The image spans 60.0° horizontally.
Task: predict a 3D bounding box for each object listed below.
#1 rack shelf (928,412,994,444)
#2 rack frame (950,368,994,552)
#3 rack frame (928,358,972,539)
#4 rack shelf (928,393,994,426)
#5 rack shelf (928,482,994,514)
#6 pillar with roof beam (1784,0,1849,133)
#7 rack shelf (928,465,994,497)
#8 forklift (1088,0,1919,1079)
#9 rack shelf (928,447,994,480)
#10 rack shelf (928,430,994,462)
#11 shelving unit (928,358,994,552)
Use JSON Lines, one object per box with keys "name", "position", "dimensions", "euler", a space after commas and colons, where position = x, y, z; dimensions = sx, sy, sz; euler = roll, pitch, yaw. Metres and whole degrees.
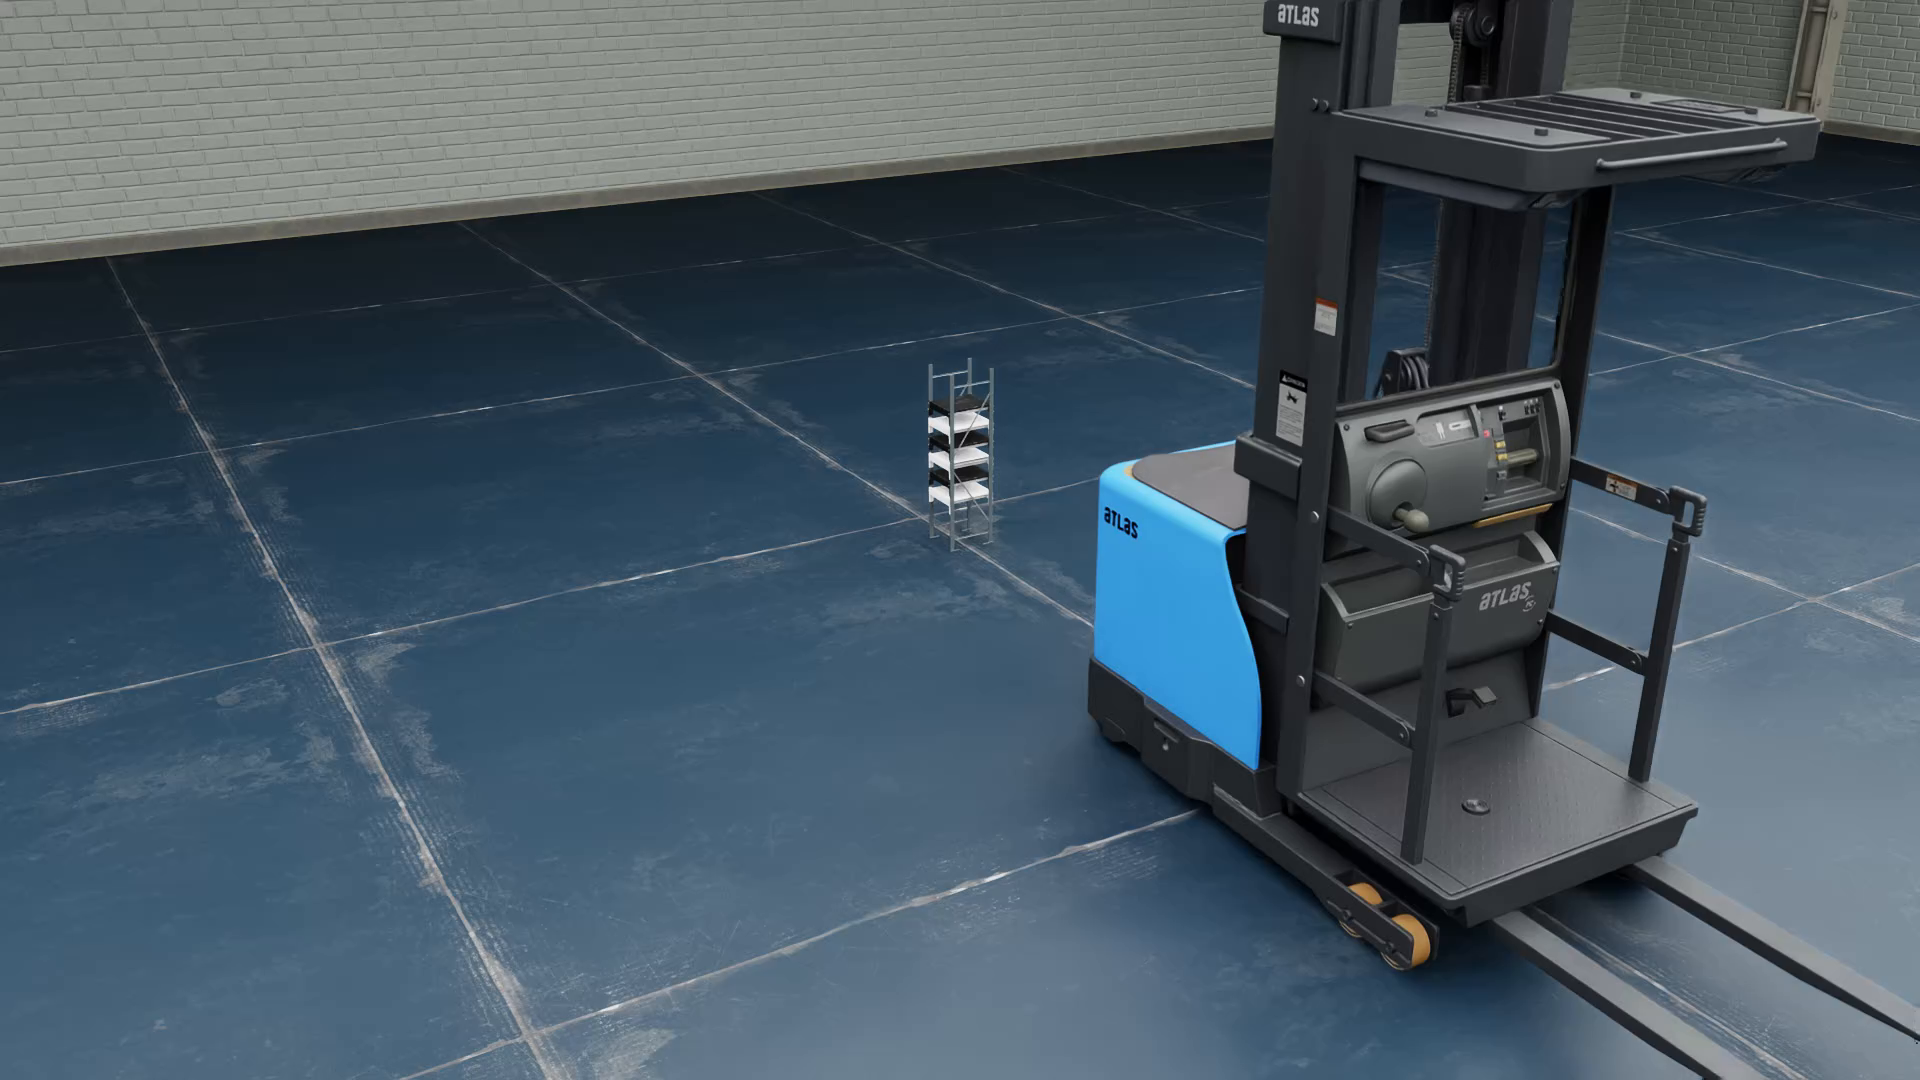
{"name": "rack shelf", "position": [0.004, -0.550, 8.080], "dimensions": [0.258, 0.077, 0.200], "euler": [-13, 25, -28]}
{"name": "rack frame", "position": [0.056, -0.381, 8.055], "dimensions": [0.240, 0.900, 0.006], "euler": [-13, 25, -28]}
{"name": "rack frame", "position": [-0.048, -0.447, 8.217], "dimensions": [0.240, 0.900, 0.006], "euler": [-13, 25, -28]}
{"name": "rack shelf", "position": [0.004, -0.633, 8.046], "dimensions": [0.258, 0.077, 0.200], "euler": [-13, 25, -28]}
{"name": "rack shelf", "position": [0.004, -0.217, 8.216], "dimensions": [0.258, 0.077, 0.200], "euler": [-13, 25, -28]}
{"name": "pillar with roof beam", "position": [6.948, -8.513, 17.305], "dimensions": [9.100, 9.000, 0.400], "euler": [-13, 25, -28]}
{"name": "rack shelf", "position": [0.004, -0.300, 8.182], "dimensions": [0.258, 0.077, 0.200], "euler": [-13, 25, -28]}
{"name": "forklift", "position": [1.655, -0.241, 5.011], "dimensions": [1.130, 2.935, 3.031], "euler": [-12, 25, -27]}
{"name": "rack shelf", "position": [0.004, -0.383, 8.148], "dimensions": [0.258, 0.077, 0.200], "euler": [-13, 25, -28]}
{"name": "rack shelf", "position": [0.004, -0.467, 8.114], "dimensions": [0.258, 0.077, 0.200], "euler": [-13, 25, -28]}
{"name": "shelving unit", "position": [0.004, -0.414, 8.136], "dimensions": [0.258, 0.900, 0.210], "euler": [-13, 25, -28]}
